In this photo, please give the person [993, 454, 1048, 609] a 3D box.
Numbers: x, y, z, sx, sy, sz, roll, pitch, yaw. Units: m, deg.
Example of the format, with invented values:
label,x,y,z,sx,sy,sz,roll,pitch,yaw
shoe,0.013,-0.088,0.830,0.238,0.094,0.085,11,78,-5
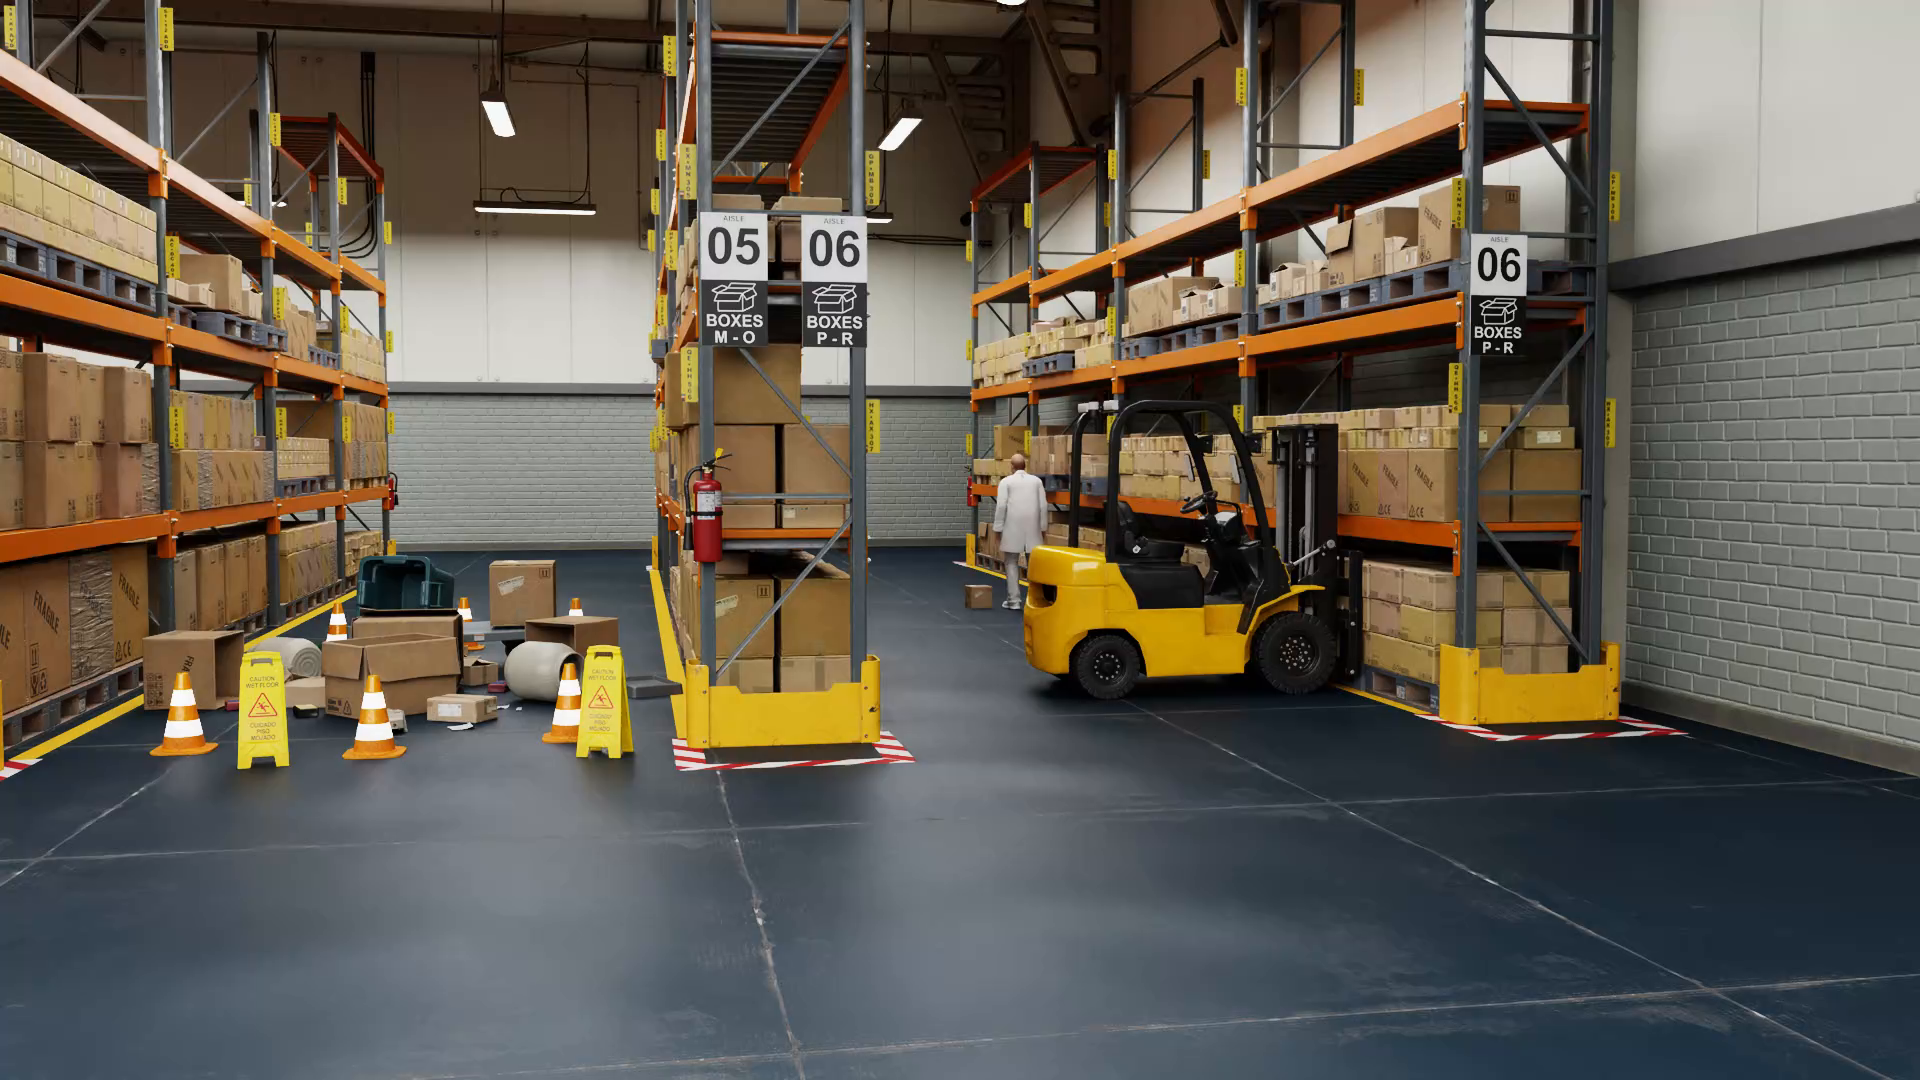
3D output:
label,x,y,z,sx,sy,sz,roll,pitch,yaw
person,0.694,-0.098,19.030,0.653,1.774,0.423,-1,3,-13
